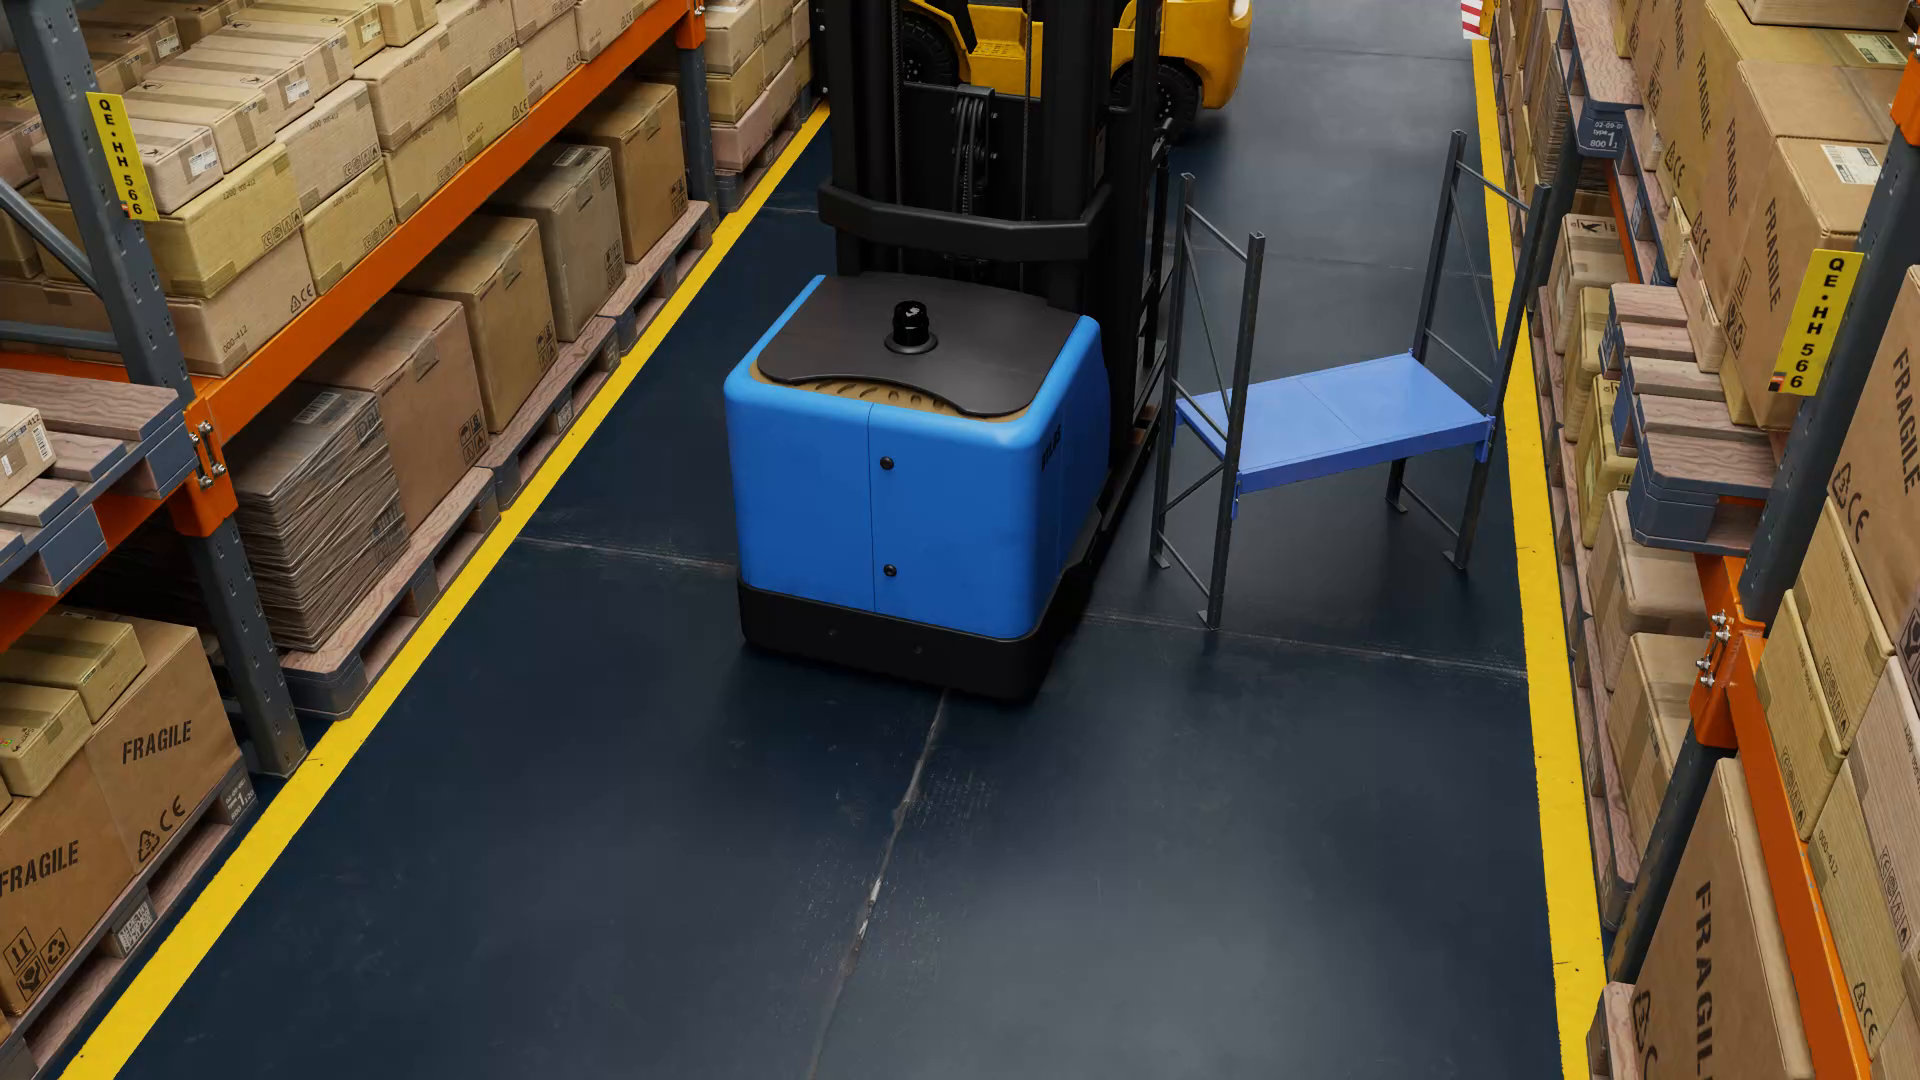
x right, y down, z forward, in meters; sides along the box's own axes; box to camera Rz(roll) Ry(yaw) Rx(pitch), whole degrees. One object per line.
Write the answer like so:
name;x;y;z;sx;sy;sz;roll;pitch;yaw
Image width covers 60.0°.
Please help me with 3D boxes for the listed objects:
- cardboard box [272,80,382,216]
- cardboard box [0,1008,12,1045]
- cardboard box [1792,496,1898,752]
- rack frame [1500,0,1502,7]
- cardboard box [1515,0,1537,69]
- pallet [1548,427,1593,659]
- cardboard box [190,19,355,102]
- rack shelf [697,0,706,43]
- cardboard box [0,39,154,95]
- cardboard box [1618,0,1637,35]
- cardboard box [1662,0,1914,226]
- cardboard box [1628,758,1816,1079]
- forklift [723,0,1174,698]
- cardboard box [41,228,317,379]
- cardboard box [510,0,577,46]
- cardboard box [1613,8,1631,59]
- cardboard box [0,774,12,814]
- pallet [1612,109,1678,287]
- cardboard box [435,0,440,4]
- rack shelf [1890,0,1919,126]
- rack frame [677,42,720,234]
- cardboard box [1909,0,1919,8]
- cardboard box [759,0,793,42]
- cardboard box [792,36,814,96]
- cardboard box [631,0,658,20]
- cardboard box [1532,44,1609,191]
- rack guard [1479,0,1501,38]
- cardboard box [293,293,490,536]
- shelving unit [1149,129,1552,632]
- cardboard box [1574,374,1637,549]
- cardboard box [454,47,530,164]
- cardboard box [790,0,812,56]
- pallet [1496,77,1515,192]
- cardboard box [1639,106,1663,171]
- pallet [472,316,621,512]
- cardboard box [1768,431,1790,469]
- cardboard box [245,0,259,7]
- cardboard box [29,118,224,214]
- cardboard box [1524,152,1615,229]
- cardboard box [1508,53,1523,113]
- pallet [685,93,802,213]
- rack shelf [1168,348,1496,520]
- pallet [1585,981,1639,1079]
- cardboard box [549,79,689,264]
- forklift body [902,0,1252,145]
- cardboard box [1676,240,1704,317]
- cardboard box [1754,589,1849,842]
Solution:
cardboard box;-2.137;-1.211;5.066;0.500;0.250;0.500;8;37;11
cardboard box;-2.685;1.139;3.895;0.500;0.500;0.500;9;37;12
cardboard box;1.922;0.180;3.148;0.500;0.250;0.500;7;37;10
rack frame;3.980;-4.525;9.937;1.000;3.000;0.127;7;37;10
cardboard box;3.311;-2.857;8.982;0.500;0.500;0.500;8;37;11
pallet;2.703;0.046;6.007;1.003;0.211;1.213;7;37;10
cardboard box;-2.093;-1.463;5.074;0.380;0.149;0.250;8;37;10
rack shelf;-1.297;-3.707;9.422;1.077;0.370;4.000;7;37;10
cardboard box;-2.645;-1.378;4.958;0.380;0.149;0.250;7;37;10
cardboard box;2.639;-2.042;5.816;0.500;0.500;0.500;7;37;10
cardboard box;2.303;-1.152;4.587;0.500;0.500;0.500;5;36;7
cardboard box;2.043;1.137;3.577;0.875;0.875;0.875;7;37;10
forklift;0.196;-1.535;5.871;1.130;2.935;3.031;11;37;15
cardboard box;-2.245;-0.721;4.817;0.500;0.250;0.500;7;37;10
cardboard box;-1.797;-2.092;6.282;0.500;0.250;0.500;8;37;11
cardboard box;2.637;-1.881;6.145;0.380;0.149;0.250;8;37;11
cardboard box;-2.564;0.642;4.028;0.380;0.149;0.250;6;36;8
pallet;2.654;-1.001;5.238;1.003;0.211;1.213;7;37;10
cardboard box;-1.996;-1.910;5.691;0.380;0.149;0.250;7;37;10
rack shelf;2.699;-2.008;4.522;1.077;0.370;4.000;7;37;10
rack frame;-1.724;-2.852;7.628;1.000;3.000;0.127;7;37;10
cardboard box;2.920;-1.389;4.914;0.500;0.500;0.500;6;36;8
cardboard box;-1.195;-2.843;8.750;0.500;0.250;0.500;7;37;10
cardboard box;-1.109;-2.734;9.451;0.500;0.250;0.500;8;37;11
cardboard box;-1.576;-2.469;7.229;0.500;0.250;0.500;8;37;11
cardboard box;2.990;-1.965;7.751;0.500;0.500;0.500;7;36;9
rack guard;3.964;-3.469;10.610;1.175;0.500;0.348;7;37;10
cardboard box;-2.300;-0.498;6.047;0.875;0.625;0.625;8;37;11
shelving unit;1.282;-0.531;5.705;1.048;1.500;0.538;-12;38;-17
cardboard box;2.719;-0.225;5.886;0.950;0.372;0.625;8;37;12
cardboard box;-1.917;-1.602;6.033;0.500;0.250;0.500;8;37;11
cardboard box;-1.095;-2.925;9.289;0.500;0.250;0.500;7;37;10
pallet;3.493;-2.193;9.097;1.003;0.211;1.213;7;37;10
cardboard box;2.394;-1.279;5.315;0.380;0.149;0.250;9;37;12
pallet;-2.102;-0.594;6.889;1.003;0.211;1.213;7;37;10
cardboard box;2.112;-0.224;3.859;0.380;0.149;0.250;9;37;12
cardboard box;-2.557;-1.821;5.569;0.380;0.149;0.250;7;36;9
cardboard box;-2.223;-1.007;4.446;0.380;0.149;0.250;8;37;11
cardboard box;2.990;-1.661;7.971;0.500;0.250;0.500;9;37;12
cardboard box;3.317;-2.548;9.194;0.500;0.250;0.500;10;37;13
pallet;-1.513;-2.173;9.069;1.003;0.211;1.213;7;37;10
rack shelf;1.282;-0.385;5.810;1.000;0.185;0.538;-12;38;-17
pallet;2.030;1.633;3.817;1.003;0.211;1.213;7;37;10
cardboard box;-1.824;-1.760;7.787;0.875;0.625;0.625;9;37;12
forklift body;0.508;-3.485;9.226;2.313;2.155;1.214;7;37;10
cardboard box;2.170;-0.680;4.489;0.380;0.149;0.250;6;36;8
cardboard box;1.921;0.371;3.309;0.500;0.250;0.500;7;36;9
